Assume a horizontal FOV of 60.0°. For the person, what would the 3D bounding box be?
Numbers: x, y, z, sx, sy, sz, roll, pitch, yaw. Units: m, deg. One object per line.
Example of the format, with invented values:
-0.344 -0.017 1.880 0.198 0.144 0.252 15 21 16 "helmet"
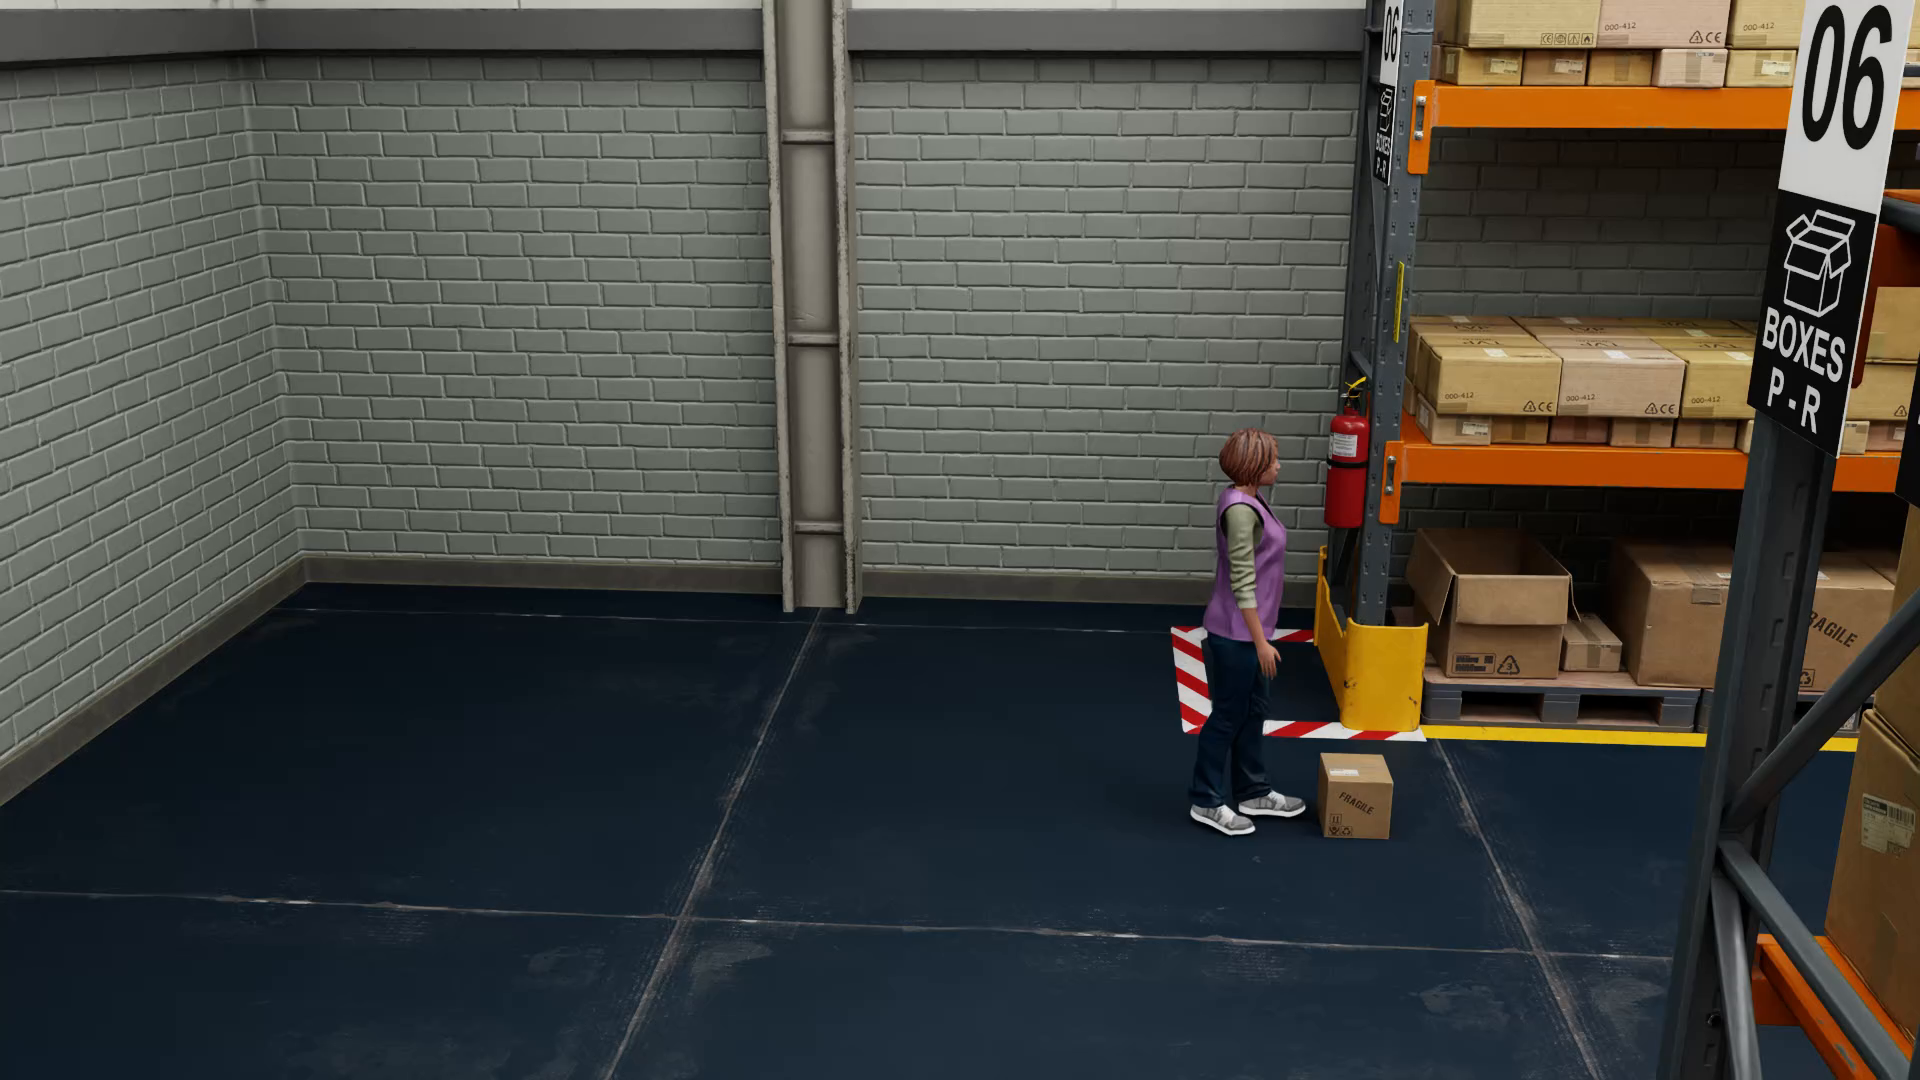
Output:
1.139 0.363 6.394 0.464 1.606 0.480 4 18 13 "person"
